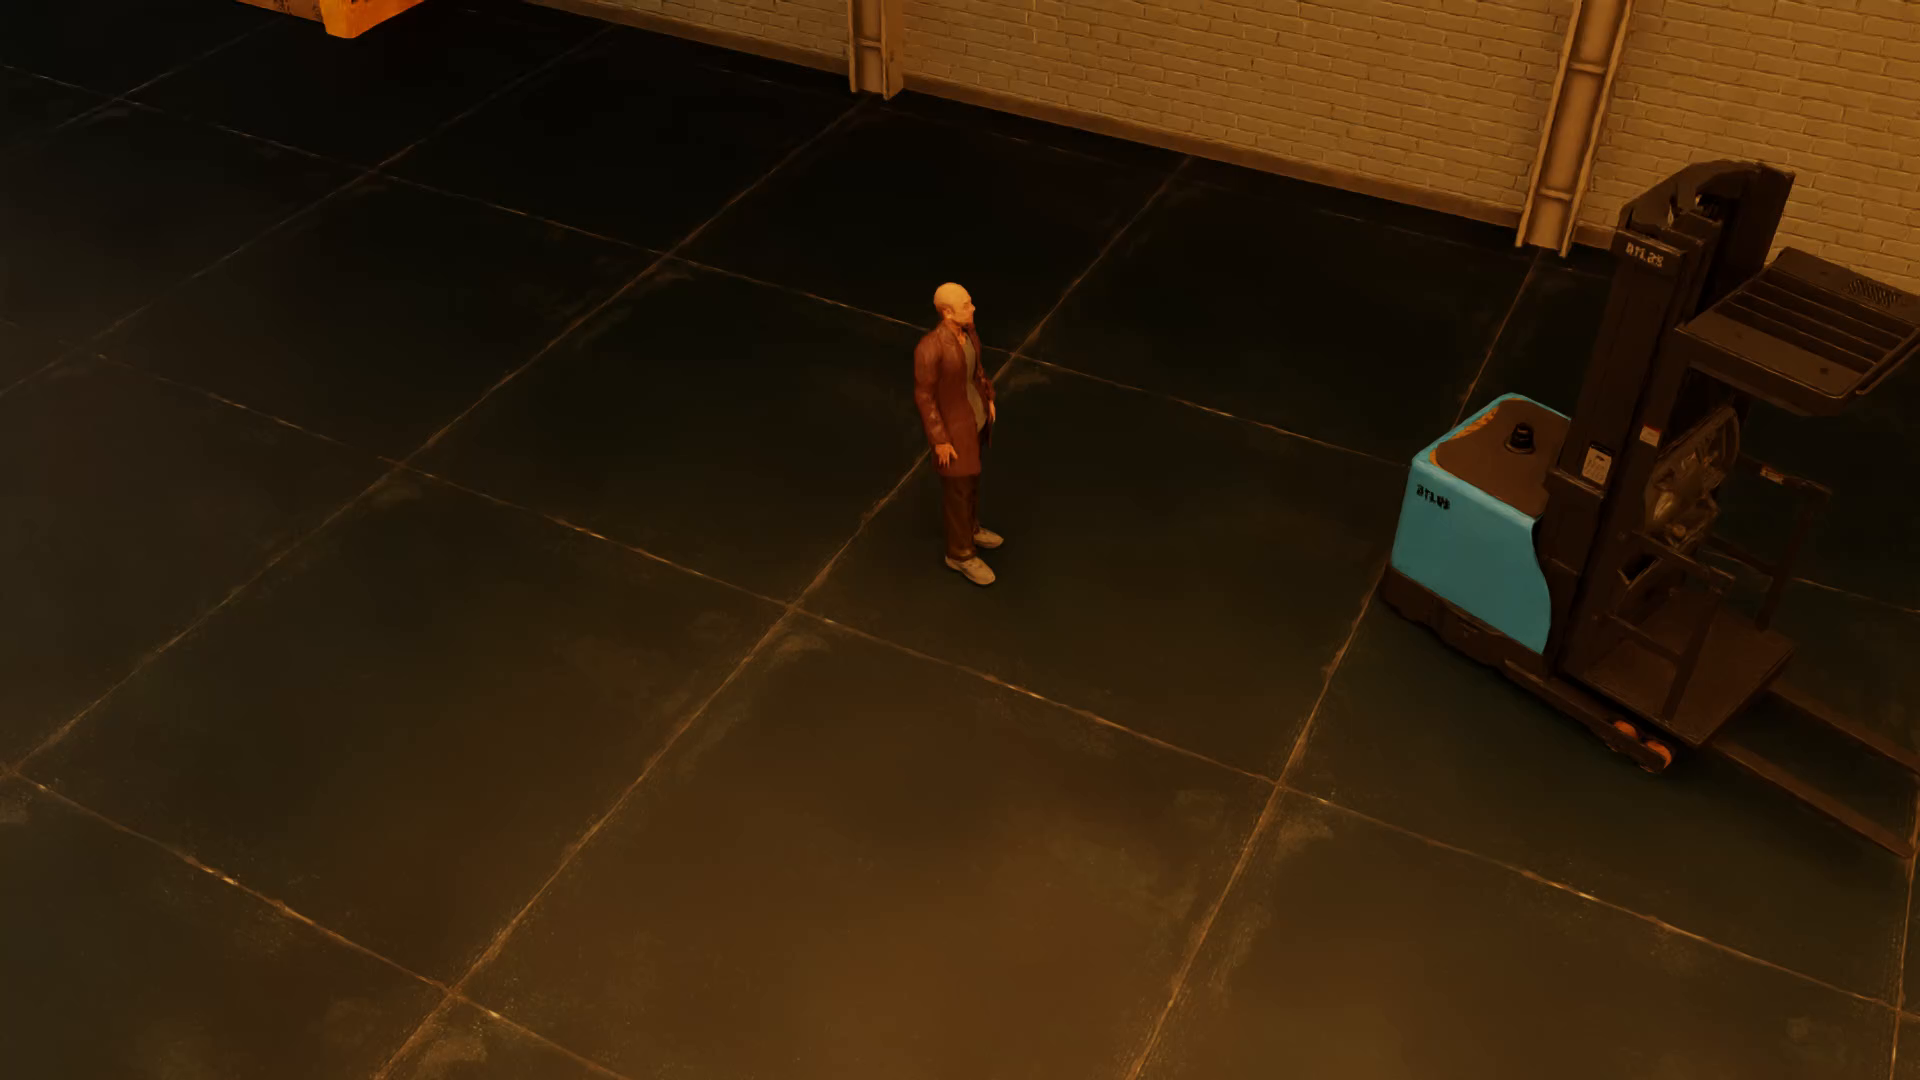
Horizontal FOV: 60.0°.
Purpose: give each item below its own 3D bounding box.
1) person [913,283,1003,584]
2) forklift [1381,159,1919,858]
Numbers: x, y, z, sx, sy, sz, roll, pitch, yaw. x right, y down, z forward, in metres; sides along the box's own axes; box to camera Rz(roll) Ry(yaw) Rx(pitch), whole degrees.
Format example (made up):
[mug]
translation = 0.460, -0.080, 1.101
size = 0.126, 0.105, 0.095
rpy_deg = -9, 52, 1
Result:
[person]
translation = 0.079, -0.656, 9.649
size = 0.580, 1.776, 0.694
rpy_deg = 18, 43, 21
[forklift]
translation = 3.842, -0.267, 8.304
size = 1.130, 2.935, 3.031
rpy_deg = -31, 49, -31
